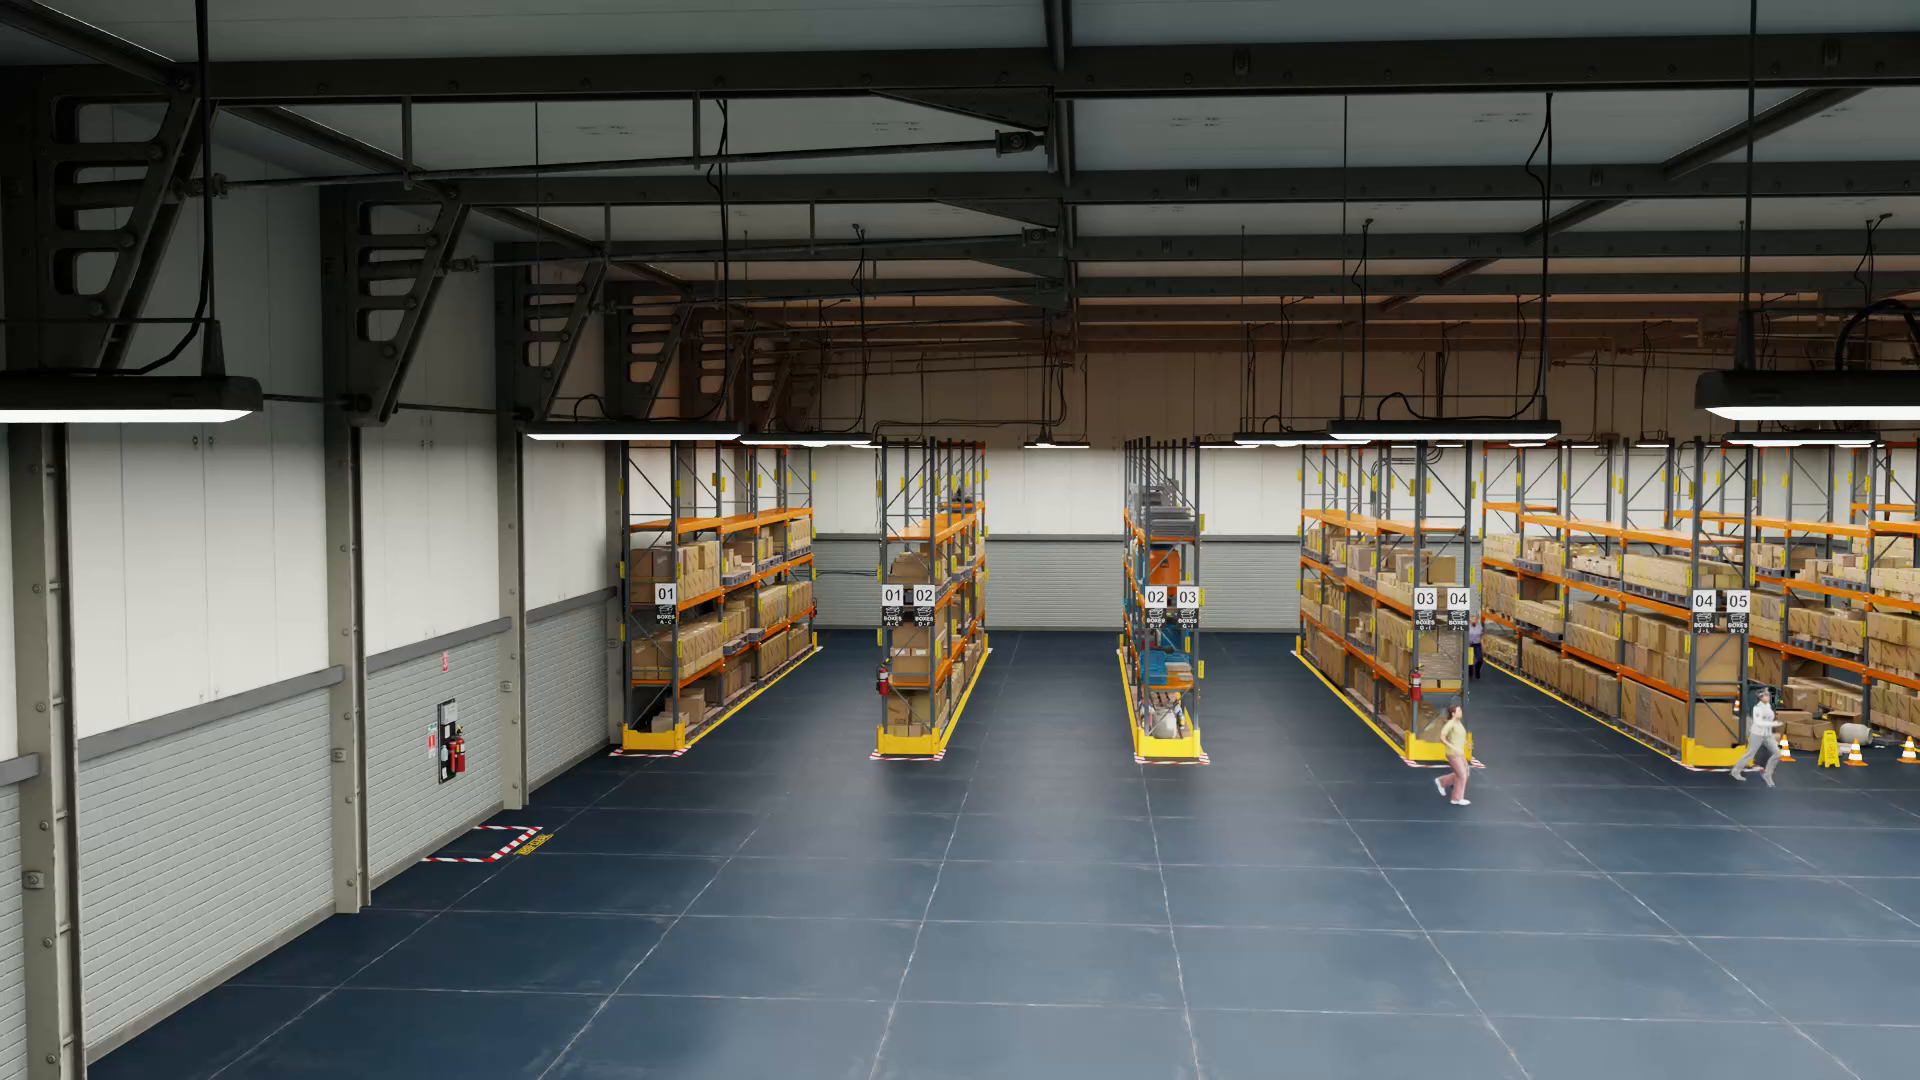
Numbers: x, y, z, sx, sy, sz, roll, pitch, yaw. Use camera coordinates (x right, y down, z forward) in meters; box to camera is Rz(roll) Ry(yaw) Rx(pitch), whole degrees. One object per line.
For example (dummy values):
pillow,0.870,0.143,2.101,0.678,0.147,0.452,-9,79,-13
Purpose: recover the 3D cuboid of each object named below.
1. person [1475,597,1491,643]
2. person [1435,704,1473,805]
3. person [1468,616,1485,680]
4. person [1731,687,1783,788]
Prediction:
person,14.989,2.382,47.730,0.557,1.644,0.752,2,3,28
person,7.968,3.462,26.955,0.604,1.626,0.572,3,4,39
person,12.815,2.694,41.476,0.614,1.615,0.568,0,3,7
person,13.686,3.358,28.441,0.623,1.726,0.863,-2,4,-32
